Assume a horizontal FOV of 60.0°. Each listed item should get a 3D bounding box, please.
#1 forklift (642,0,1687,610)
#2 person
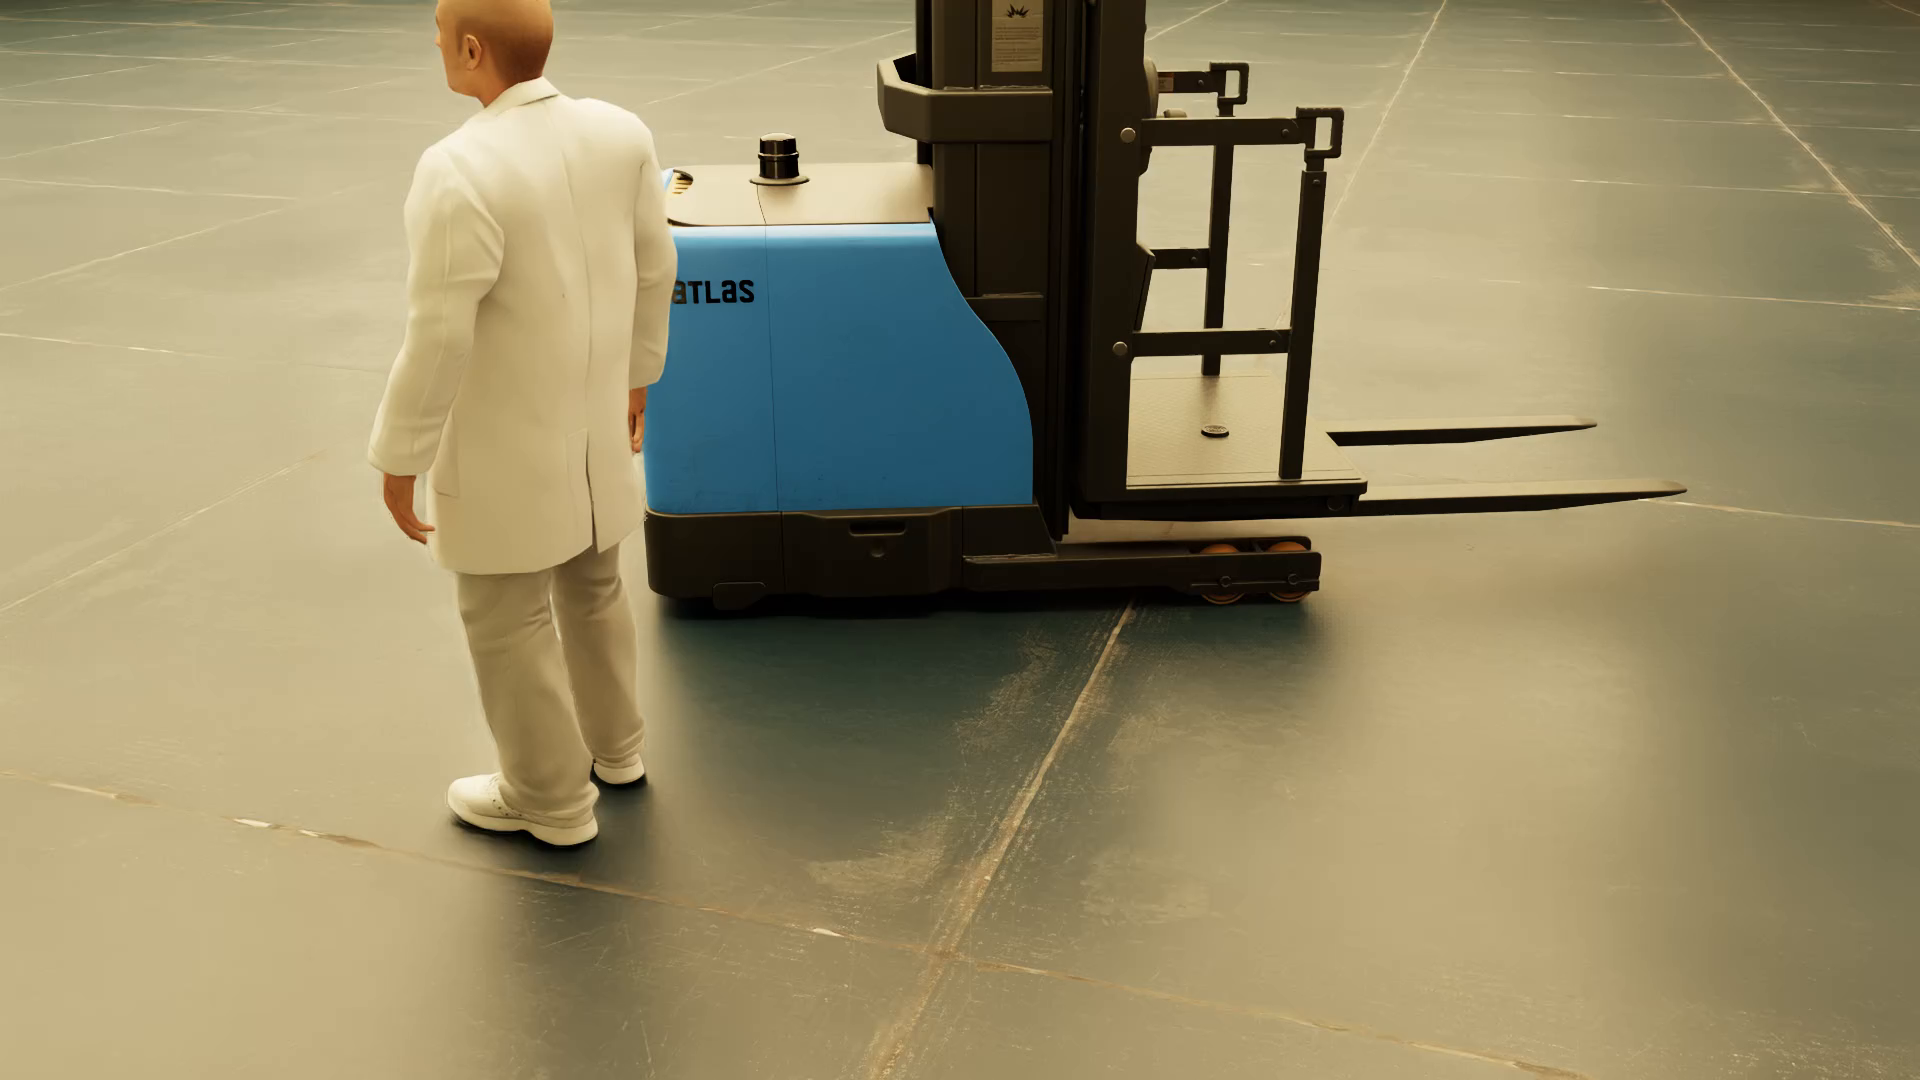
[{"bbox_3d":[0.606,-1.374,4.608,3.031,2.935,1.130,-2,23,-4],"label":"forklift"},{"bbox_3d":[-0.914,-0.227,3.336,0.538,1.782,0.713,14,26,30],"label":"person"}]
